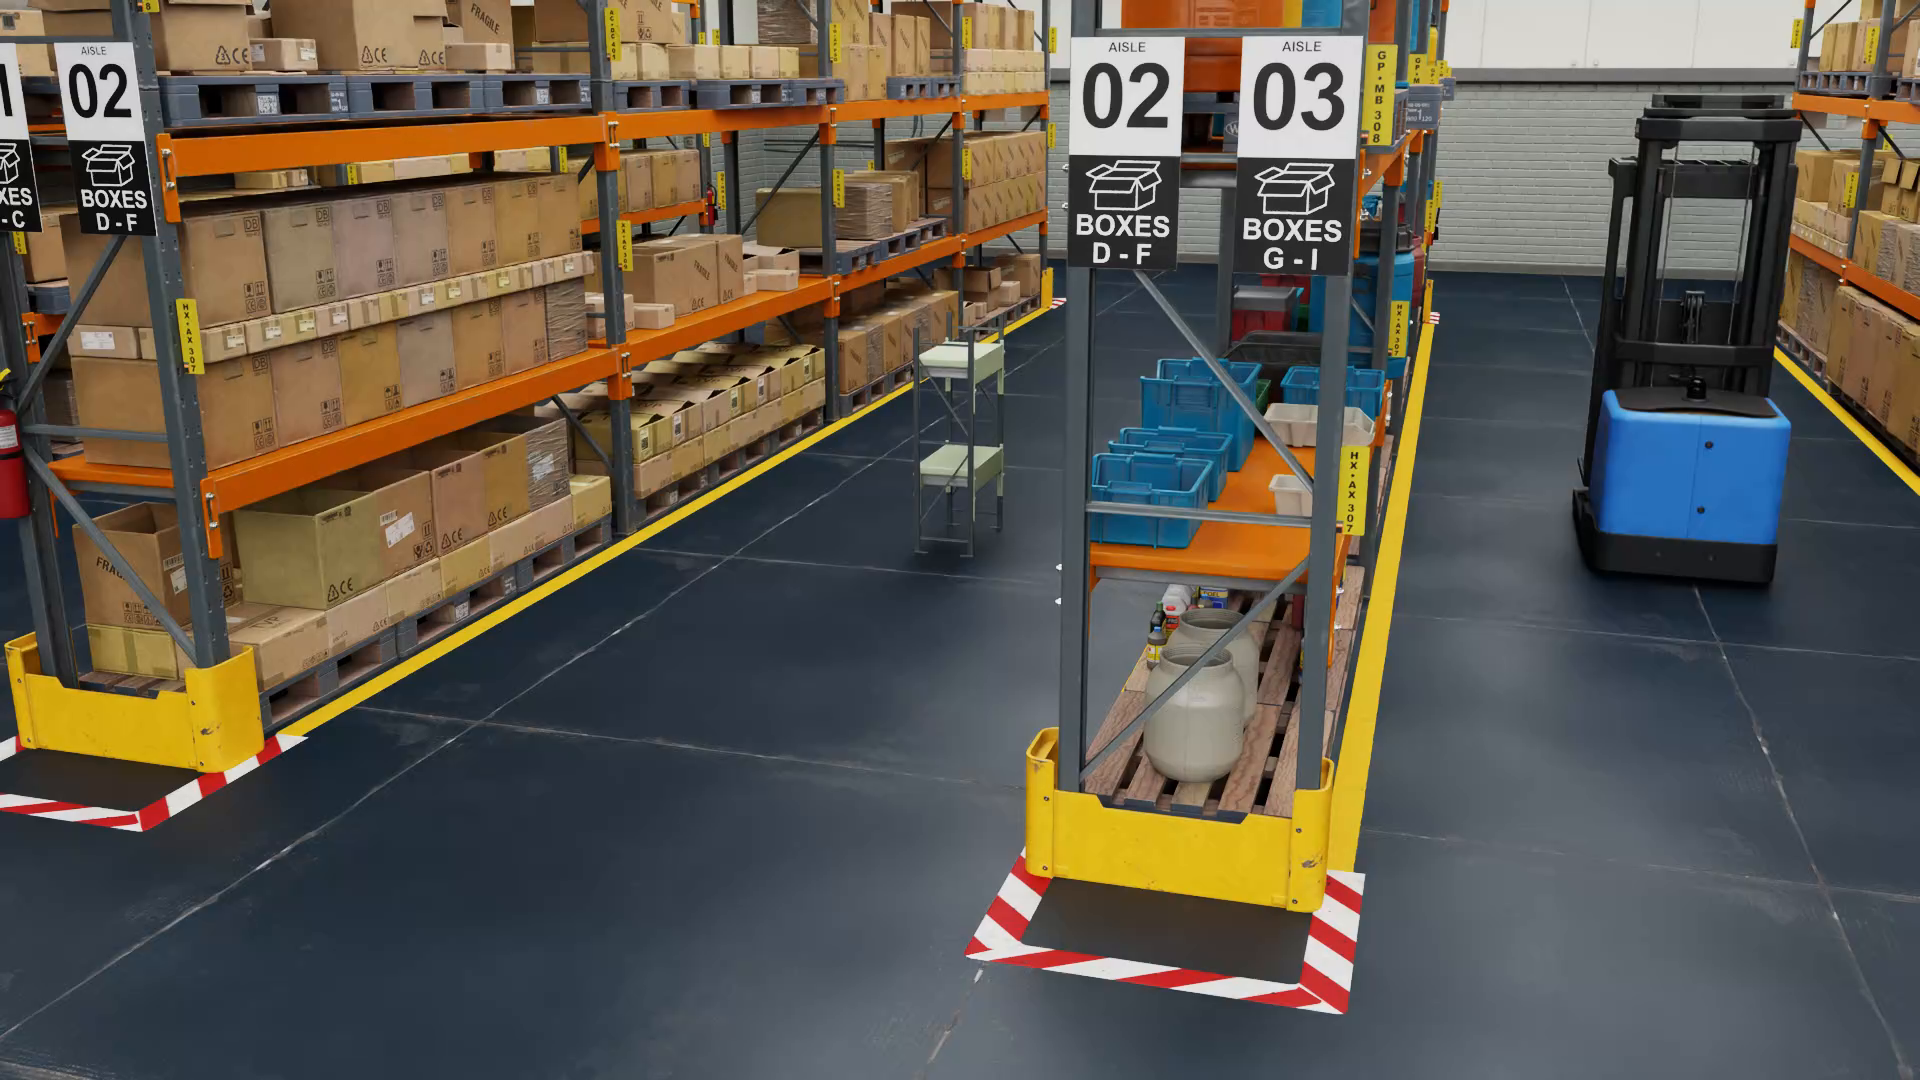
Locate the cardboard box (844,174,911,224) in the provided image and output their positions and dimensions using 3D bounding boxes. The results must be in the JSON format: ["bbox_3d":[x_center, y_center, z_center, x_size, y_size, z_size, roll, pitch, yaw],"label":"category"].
[{"bbox_3d":[-0.943,-3.571,17.469,0.700,0.500,0.500,7,17,25],"label":"cardboard box"}]

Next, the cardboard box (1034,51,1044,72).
[{"bbox_3d":[0.776,-6.116,21.256,0.500,0.250,0.500,5,16,16],"label":"cardboard box"}]

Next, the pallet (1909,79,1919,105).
[{"bbox_3d":[8.348,-3.614,13.423,1.003,0.211,1.213,5,17,18],"label":"pallet"}]

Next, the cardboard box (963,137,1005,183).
[{"bbox_3d":[0.237,-4.512,19.725,0.500,0.500,0.500,4,16,14],"label":"cardboard box"}]

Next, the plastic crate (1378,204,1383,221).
[{"bbox_3d":[4.900,-3.584,18.576,0.437,0.282,0.530,5,16,16],"label":"plastic crate"}]

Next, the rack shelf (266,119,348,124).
[{"bbox_3d":[-5.778,-4.569,17.762,1.077,0.370,4.000,5,16,16],"label":"rack shelf"}]

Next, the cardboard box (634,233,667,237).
[{"bbox_3d":[-4.332,-4.211,23.300,0.380,0.149,0.250,5,17,16],"label":"cardboard box"}]

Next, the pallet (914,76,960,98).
[{"bbox_3d":[-0.712,-4.800,17.601,1.213,0.211,1.003,5,16,16],"label":"pallet"}]

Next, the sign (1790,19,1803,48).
[{"bbox_3d":[9.644,-5.836,19.163,0.100,0.325,0.005,5,16,16],"label":"sign"}]

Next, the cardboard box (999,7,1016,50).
[{"bbox_3d":[0.285,-6.232,20.290,0.700,0.500,0.500,5,16,16],"label":"cardboard box"}]

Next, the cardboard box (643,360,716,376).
[{"bbox_3d":[-2.315,-1.329,13.760,0.500,0.311,0.500,4,16,14],"label":"cardboard box"}]

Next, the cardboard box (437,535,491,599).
[{"bbox_3d":[-3.076,0.133,9.633,0.500,0.250,0.500,5,16,16],"label":"cardboard box"}]

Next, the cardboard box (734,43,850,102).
[{"bbox_3d":[-1.504,-4.174,14.866,0.910,0.500,0.500,5,16,16],"label":"cardboard box"}]

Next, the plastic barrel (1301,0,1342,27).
[{"bbox_3d":[1.630,-2.768,8.407,0.600,0.901,0.708,5,16,16],"label":"plastic barrel"}]

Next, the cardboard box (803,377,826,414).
[{"bbox_3d":[-1.512,-1.288,14.644,0.500,0.250,0.500,5,17,17],"label":"cardboard box"}]

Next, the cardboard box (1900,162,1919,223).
[{"bbox_3d":[8.658,-3.027,14.484,0.797,0.503,0.637,5,17,16],"label":"cardboard box"}]

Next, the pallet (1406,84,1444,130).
[{"bbox_3d":[1.904,-2.290,8.755,1.213,0.211,1.003,5,16,16],"label":"pallet"}]

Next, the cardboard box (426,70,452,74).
[{"bbox_3d":[-5.865,-5.200,17.678,0.700,0.500,0.500,5,16,16],"label":"cardboard box"}]

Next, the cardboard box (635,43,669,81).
[{"bbox_3d":[-2.395,-3.396,11.815,0.500,0.250,0.500,3,16,10],"label":"cardboard box"}]

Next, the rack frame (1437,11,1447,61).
[{"bbox_3d":[5.426,-7.160,20.080,1.000,3.000,0.127,5,16,16],"label":"rack frame"}]

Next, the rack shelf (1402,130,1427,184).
[{"bbox_3d":[2.584,-2.754,11.364,1.077,0.370,4.000,5,16,16],"label":"rack shelf"}]

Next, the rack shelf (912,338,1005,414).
[{"bbox_3d":[-0.002,-1.095,11.012,0.431,0.370,0.720,5,16,16],"label":"rack shelf"}]

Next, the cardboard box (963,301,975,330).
[{"bbox_3d":[-0.132,-2.623,19.202,0.500,0.311,0.500,5,16,16],"label":"cardboard box"}]

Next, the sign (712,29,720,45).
[{"bbox_3d":[-2.116,-4.300,14.548,0.100,0.325,0.005,5,16,16],"label":"sign"}]

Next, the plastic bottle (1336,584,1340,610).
[{"bbox_3d":[2.048,0.248,9.130,0.061,0.283,0.133,6,17,20],"label":"plastic bottle"}]

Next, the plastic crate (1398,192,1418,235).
[{"bbox_3d":[4.783,-3.501,17.948,0.402,0.464,0.583,5,16,16],"label":"plastic crate"}]

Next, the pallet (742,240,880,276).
[{"bbox_3d":[-1.471,-2.656,15.548,1.213,0.211,1.003,5,16,16],"label":"pallet"}]

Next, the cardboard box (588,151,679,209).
[{"bbox_3d":[-4.404,-4.861,22.419,0.980,0.700,0.700,4,16,15],"label":"cardboard box"}]

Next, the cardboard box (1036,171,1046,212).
[{"bbox_3d":[0.811,-4.568,21.756,0.500,0.500,0.500,5,17,18],"label":"cardboard box"}]

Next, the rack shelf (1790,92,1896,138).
[{"bbox_3d":[9.606,-4.463,17.389,1.077,0.370,4.000,5,16,16],"label":"rack shelf"}]

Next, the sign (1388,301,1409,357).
[{"bbox_3d":[2.540,-1.222,9.632,0.100,0.325,0.005,5,16,16],"label":"sign"}]

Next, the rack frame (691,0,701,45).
[{"bbox_3d":[-4.073,-7.928,22.789,1.000,3.000,0.127,5,16,16],"label":"rack frame"}]

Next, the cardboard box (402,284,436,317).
[{"bbox_3d":[-3.114,-1.321,9.117,0.380,0.149,0.250,5,17,16],"label":"cardboard box"}]

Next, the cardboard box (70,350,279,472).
[{"bbox_3d":[-3.724,-0.642,7.912,0.700,0.500,0.500,5,16,16],"label":"cardboard box"}]

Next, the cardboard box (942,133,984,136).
[{"bbox_3d":[0.010,-4.824,20.825,0.500,0.500,0.500,5,17,17],"label":"cardboard box"}]

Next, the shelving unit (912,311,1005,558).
[{"bbox_3d":[-0.002,-0.720,11.119,0.431,1.500,0.755,5,16,16],"label":"shelving unit"}]

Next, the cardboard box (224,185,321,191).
[{"bbox_3d":[-6.470,-3.085,15.719,0.700,0.500,0.500,3,16,9],"label":"cardboard box"}]

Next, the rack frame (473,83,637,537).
[{"bbox_3d":[-2.733,-1.519,11.188,1.000,3.000,0.127,5,16,16],"label":"rack frame"}]

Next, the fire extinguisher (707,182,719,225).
[{"bbox_3d":[-3.588,-4.829,23.682,0.296,0.674,0.183,5,16,16],"label":"fire extinguisher"}]

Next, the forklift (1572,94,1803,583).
[{"bbox_3d":[4.904,-1.509,11.278,1.130,2.935,3.031,5,17,16],"label":"forklift"}]

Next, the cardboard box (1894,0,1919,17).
[{"bbox_3d":[9.311,-5.191,16.125,0.500,0.250,0.500,4,16,12],"label":"cardboard box"}]

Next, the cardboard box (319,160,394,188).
[{"bbox_3d":[-5.962,-3.617,16.444,0.500,0.250,0.500,5,17,17],"label":"cardboard box"}]

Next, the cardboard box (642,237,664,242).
[{"bbox_3d":[-4.110,-4.048,22.726,0.380,0.149,0.250,5,17,17],"label":"cardboard box"}]

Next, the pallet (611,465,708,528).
[{"bbox_3d":[-2.561,-0.373,12.259,1.003,0.211,1.213,5,16,16],"label":"pallet"}]

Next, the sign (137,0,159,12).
[{"bbox_3d":[-3.339,-2.330,6.802,0.100,0.325,0.005,5,16,16],"label":"sign"}]

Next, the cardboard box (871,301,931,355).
[{"bbox_3d":[-0.616,-2.210,17.399,0.500,0.500,0.500,5,17,17],"label":"cardboard box"}]

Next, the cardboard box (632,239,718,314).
[{"bbox_3d":[-2.207,-2.036,12.826,0.500,0.500,0.500,5,16,16],"label":"cardboard box"}]

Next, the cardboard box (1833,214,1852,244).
[{"bbox_3d":[8.912,-3.050,16.314,0.500,0.250,0.500,4,16,15],"label":"cardboard box"}]

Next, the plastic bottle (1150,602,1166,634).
[{"bbox_3d":[0.996,0.461,8.378,0.061,0.283,0.133,5,17,17],"label":"plastic bottle"}]

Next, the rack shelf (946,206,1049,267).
[{"bbox_3d":[0.109,-3.789,20.510,1.077,0.370,4.000,5,16,16],"label":"rack shelf"}]

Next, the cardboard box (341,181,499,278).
[{"bbox_3d":[-3.138,-1.811,9.658,0.700,0.500,0.500,5,16,16],"label":"cardboard box"}]

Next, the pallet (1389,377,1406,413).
[{"bbox_3d":[3.685,-1.367,15.761,1.003,0.211,1.213,5,16,16],"label":"pallet"}]

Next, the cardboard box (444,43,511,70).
[{"bbox_3d":[-2.813,-2.774,9.549,0.380,0.149,0.250,5,16,16],"label":"cardboard box"}]

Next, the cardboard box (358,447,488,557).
[{"bbox_3d":[-3.075,-0.228,9.531,0.500,0.500,0.500,5,16,16],"label":"cardboard box"}]

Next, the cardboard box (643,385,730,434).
[{"bbox_3d":[-2.083,-1.023,12.681,0.500,0.311,0.500,4,16,14],"label":"cardboard box"}]

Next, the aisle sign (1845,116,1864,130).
[{"bbox_3d":[10.483,-5.136,19.175,0.394,0.787,0.004,5,16,16],"label":"aisle sign"}]

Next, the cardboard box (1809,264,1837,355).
[{"bbox_3d":[9.558,-2.425,17.505,0.875,0.875,0.875,5,16,16],"label":"cardboard box"}]

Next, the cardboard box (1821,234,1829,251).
[{"bbox_3d":[9.029,-3.029,16.972,0.380,0.149,0.250,5,17,17],"label":"cardboard box"}]
